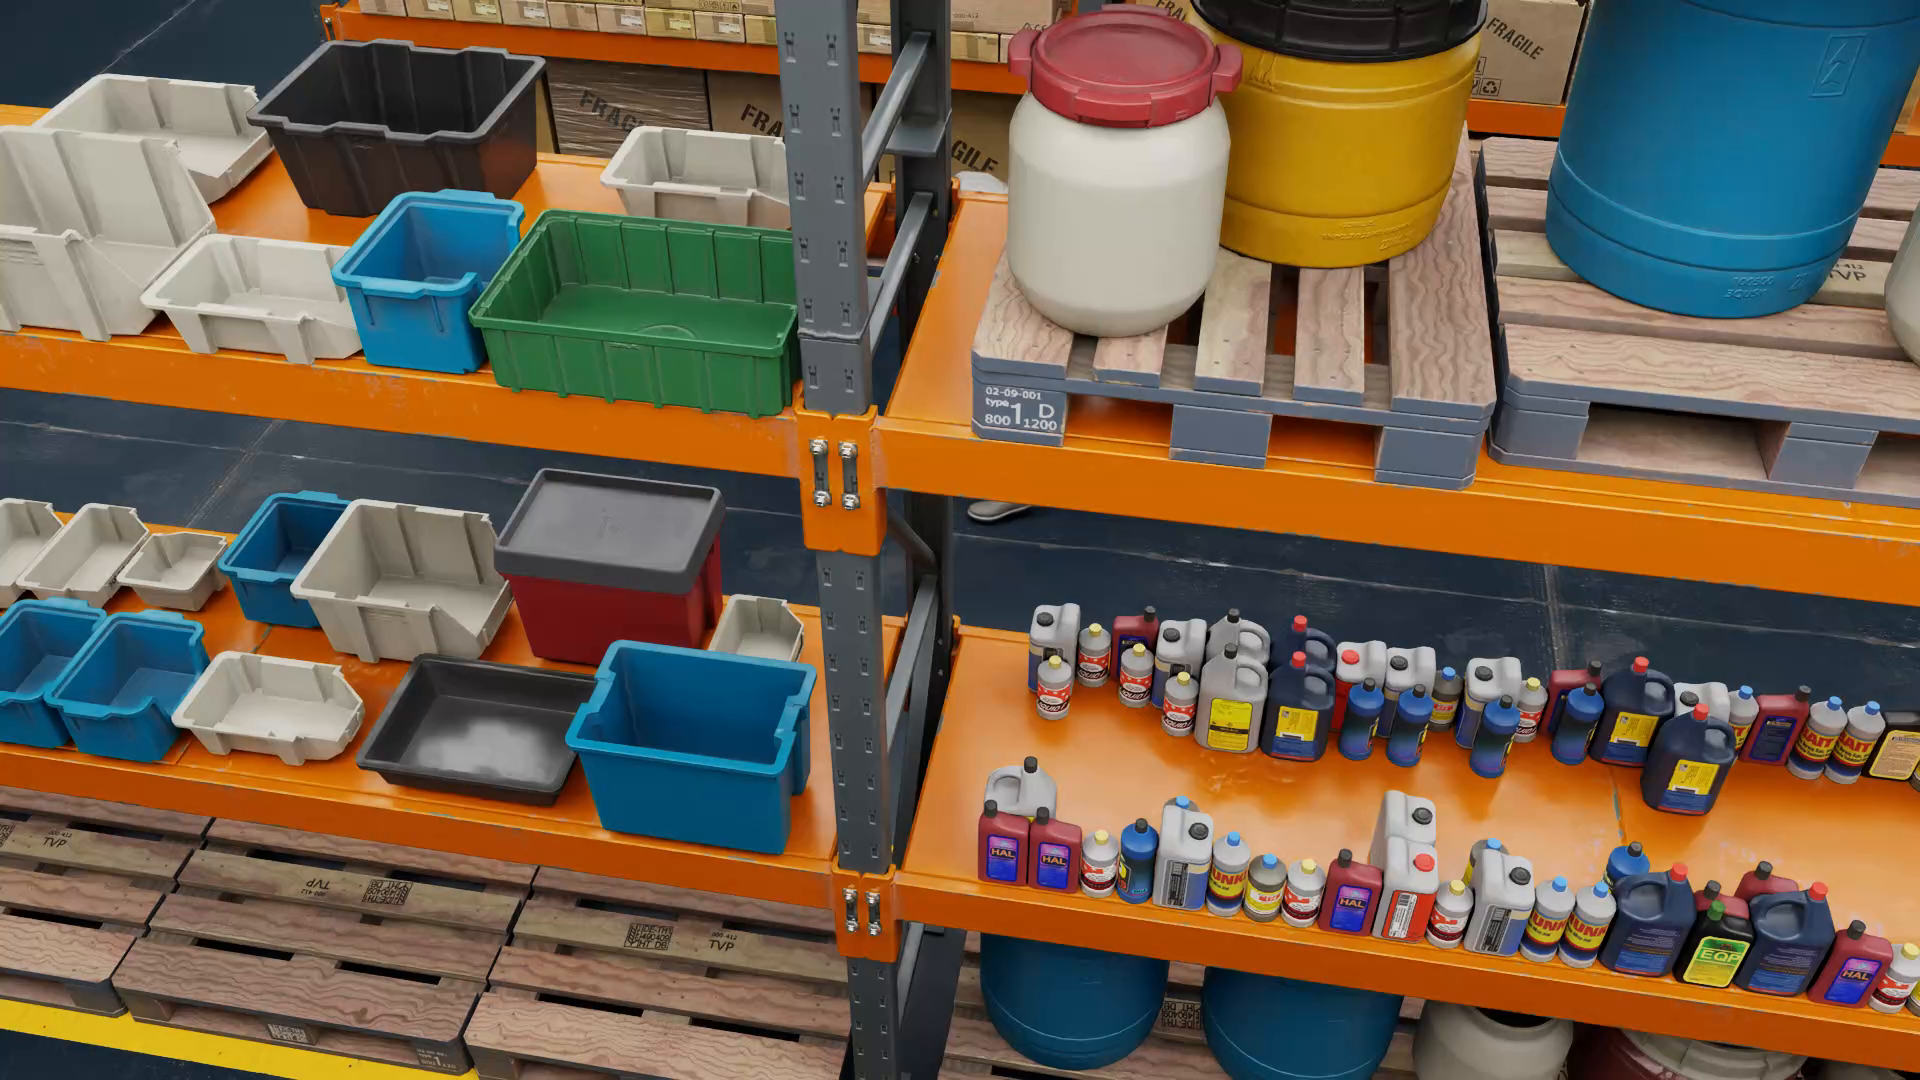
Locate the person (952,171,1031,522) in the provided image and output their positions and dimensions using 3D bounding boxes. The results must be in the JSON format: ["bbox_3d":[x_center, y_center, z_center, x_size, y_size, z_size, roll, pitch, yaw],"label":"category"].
[{"bbox_3d":[0.147,-0.819,7.082,0.459,1.660,0.590,1,41,2],"label":"person"}]
